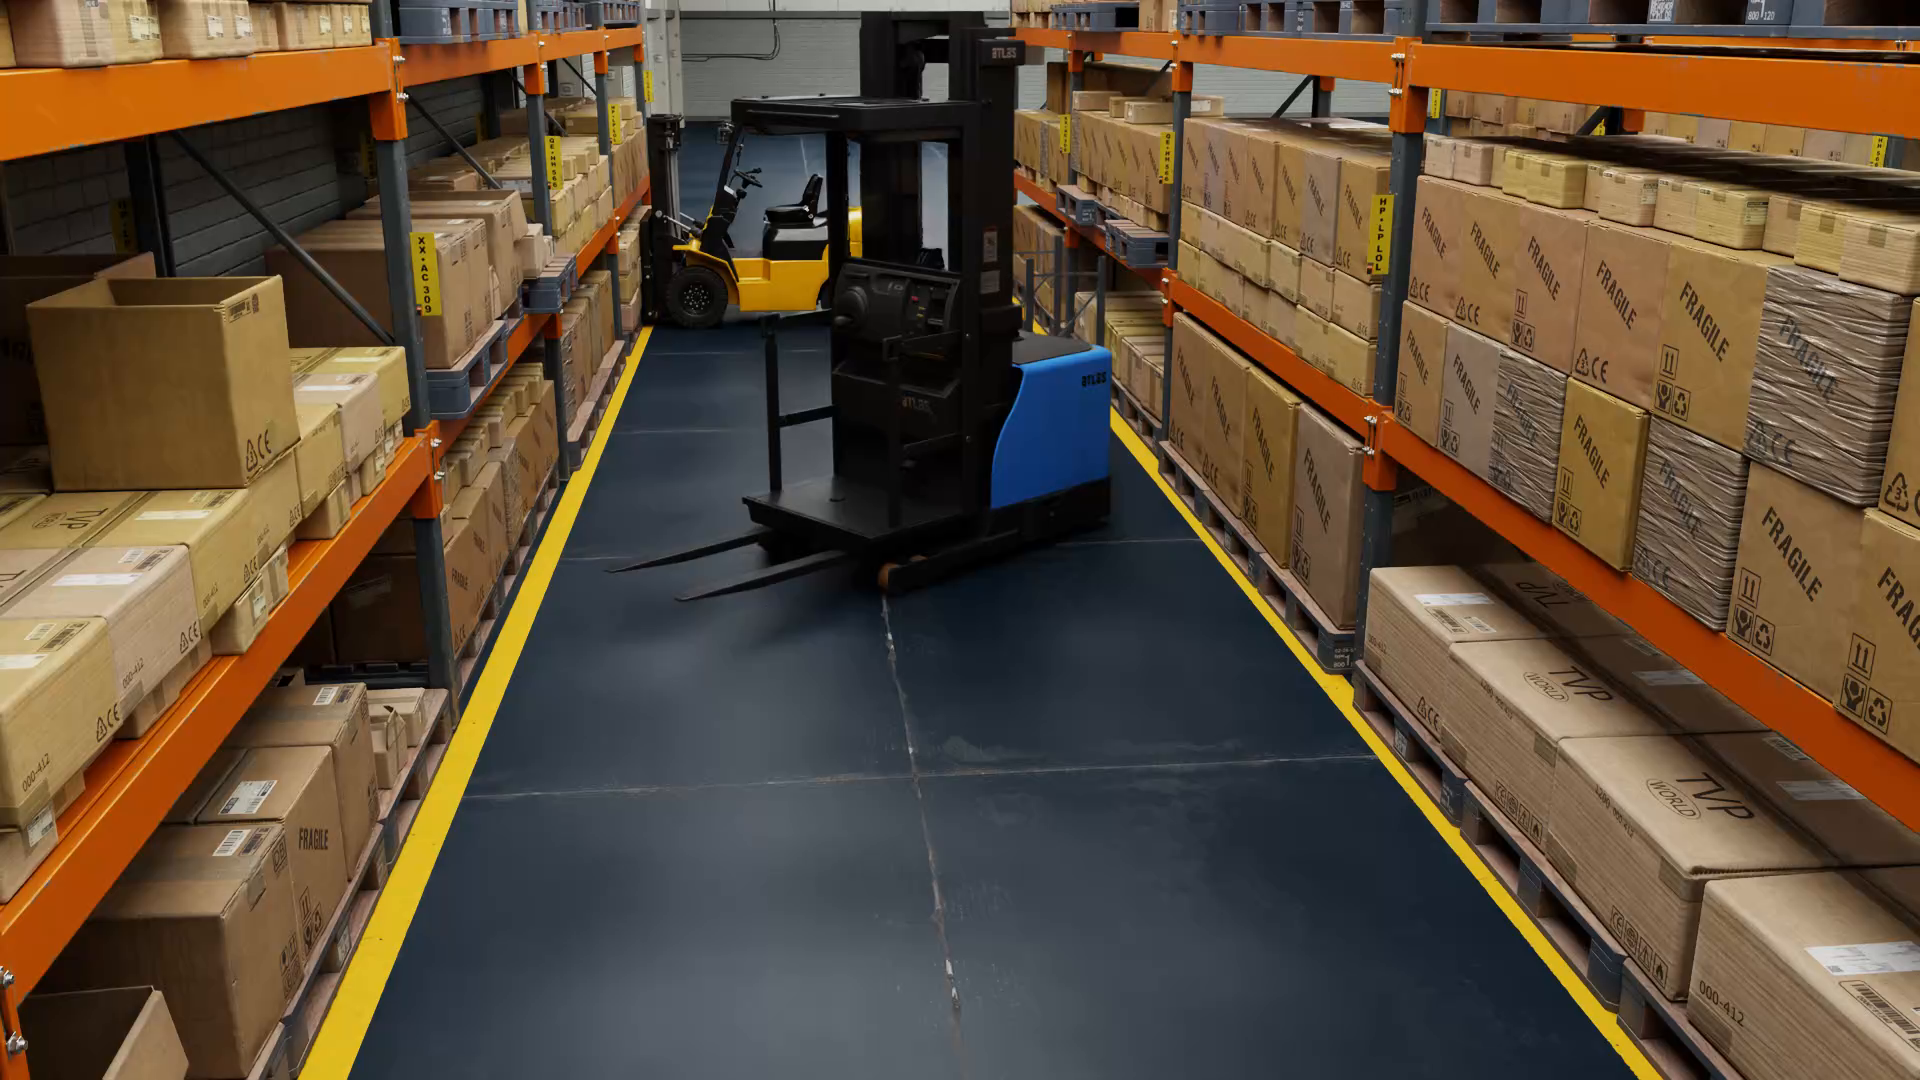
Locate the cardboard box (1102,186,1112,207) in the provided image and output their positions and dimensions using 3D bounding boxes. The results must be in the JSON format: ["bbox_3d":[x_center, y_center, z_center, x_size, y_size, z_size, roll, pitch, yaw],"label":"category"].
[{"bbox_3d":[1.310,-2.672,12.897,0.380,0.149,0.250,-1,17,-4],"label":"cardboard box"}]

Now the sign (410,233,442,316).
[{"bbox_3d":[-2.112,-1.049,6.565,0.100,0.325,0.005,-2,18,-6],"label":"sign"}]

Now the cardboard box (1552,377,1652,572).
[{"bbox_3d":[2.219,-0.219,5.200,0.500,0.500,0.500,-1,17,-4],"label":"cardboard box"}]

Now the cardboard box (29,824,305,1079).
[{"bbox_3d":[-2.257,1.126,4.554,0.700,0.500,0.500,-1,17,-3],"label":"cardboard box"}]

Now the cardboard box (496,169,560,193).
[{"bbox_3d":[-2.833,-2.349,10.902,0.380,0.149,0.250,-1,17,-4],"label":"cardboard box"}]

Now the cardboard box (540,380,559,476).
[{"bbox_3d":[-2.806,-0.697,10.361,0.500,0.500,0.500,-1,17,-4],"label":"cardboard box"}]

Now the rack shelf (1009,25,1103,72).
[{"bbox_3d":[1.254,-4.838,16.274,1.077,0.370,4.000,-2,18,-6],"label":"rack shelf"}]

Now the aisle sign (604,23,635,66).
[{"bbox_3d":[-3.604,-5.461,17.723,0.394,0.787,0.004,-2,18,-6],"label":"aisle sign"}]

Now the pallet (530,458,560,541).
[{"bbox_3d":[-3.024,-0.254,10.135,1.003,0.211,1.213,-2,18,-6],"label":"pallet"}]

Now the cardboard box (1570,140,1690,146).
[{"bbox_3d":[2.553,-1.442,6.342,0.380,0.149,0.250,-1,17,-4],"label":"cardboard box"}]

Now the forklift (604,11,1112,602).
[{"bbox_3d":[-0.501,-1.284,8.873,3.031,2.935,1.130,-16,24,-42],"label":"forklift"}]

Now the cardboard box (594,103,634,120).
[{"bbox_3d":[-3.411,-4.214,16.344,0.380,0.149,0.250,-1,17,-5],"label":"cardboard box"}]

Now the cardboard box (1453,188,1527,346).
[{"bbox_3d":[2.140,-0.996,6.005,0.500,0.500,0.500,-2,18,-6],"label":"cardboard box"}]

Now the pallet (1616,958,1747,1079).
[{"bbox_3d":[2.538,1.515,4.498,1.003,0.211,1.213,-2,18,-6],"label":"pallet"}]

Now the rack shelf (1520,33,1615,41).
[{"bbox_3d":[6.167,-5.021,16.857,1.077,0.370,4.000,-2,18,-6],"label":"rack shelf"}]

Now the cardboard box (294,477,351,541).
[{"bbox_3d":[-2.213,-0.102,5.413,0.380,0.149,0.250,-2,18,-6],"label":"cardboard box"}]

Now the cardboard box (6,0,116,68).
[{"bbox_3d":[-2.026,-1.070,3.489,0.380,0.149,0.250,-1,17,-4],"label":"cardboard box"}]

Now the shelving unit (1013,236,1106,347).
[{"bbox_3d":[0.548,-1.161,10.870,0.587,1.500,1.083,-4,18,-11],"label":"shelving unit"}]

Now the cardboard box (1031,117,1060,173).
[{"bbox_3d":[0.992,-3.929,16.521,0.500,0.500,0.500,-2,18,-7],"label":"cardboard box"}]

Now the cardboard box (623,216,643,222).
[{"bbox_3d":[-3.411,-3.128,16.853,0.500,0.250,0.500,-2,17,-5],"label":"cardboard box"}]

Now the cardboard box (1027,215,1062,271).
[{"bbox_3d":[0.961,-3.031,16.962,0.500,0.500,0.500,-1,17,-5],"label":"cardboard box"}]

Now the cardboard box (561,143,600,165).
[{"bbox_3d":[-3.044,-3.037,13.094,0.380,0.149,0.250,-2,18,-7],"label":"cardboard box"}]

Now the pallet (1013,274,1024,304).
[{"bbox_3d":[1.104,-2.750,18.085,1.003,0.211,1.213,-2,18,-6],"label":"pallet"}]

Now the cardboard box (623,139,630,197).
[{"bbox_3d":[-3.386,-3.494,15.630,0.500,0.500,0.500,-2,18,-6],"label":"cardboard box"}]

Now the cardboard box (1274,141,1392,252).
[{"bbox_3d":[1.896,-1.727,8.333,0.500,0.500,0.500,-1,17,-4],"label":"cardboard box"}]

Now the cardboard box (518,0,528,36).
[{"bbox_3d":[-2.769,-3.023,9.540,0.500,0.250,0.500,-2,18,-7],"label":"cardboard box"}]

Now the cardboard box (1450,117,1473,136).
[{"bbox_3d":[6.044,-4.492,18.726,0.875,0.550,0.550,-2,18,-6],"label":"cardboard box"}]

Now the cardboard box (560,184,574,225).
[{"bbox_3d":[-2.917,-2.264,11.298,0.500,0.250,0.500,-1,17,-4],"label":"cardboard box"}]

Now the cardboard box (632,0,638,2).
[{"bbox_3d":[-3.601,-5.794,17.083,0.500,0.500,0.500,-1,17,-4],"label":"cardboard box"}]

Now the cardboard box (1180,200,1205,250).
[{"bbox_3d":[1.680,-1.971,10.364,0.500,0.250,0.500,-2,18,-6],"label":"cardboard box"}]

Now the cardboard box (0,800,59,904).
[{"bbox_3d":[-2.000,0.588,3.214,0.380,0.149,0.250,-2,18,-6],"label":"cardboard box"}]

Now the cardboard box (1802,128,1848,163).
[{"bbox_3d":[6.696,-2.955,12.247,0.700,0.500,0.500,-2,18,-6],"label":"cardboard box"}]

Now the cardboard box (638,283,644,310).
[{"bbox_3d":[-3.333,-2.346,16.033,0.500,0.250,0.500,-1,17,-5],"label":"cardboard box"}]

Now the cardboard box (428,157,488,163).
[{"bbox_3d":[-3.556,-2.633,11.806,0.380,0.149,0.250,-2,18,-7],"label":"cardboard box"}]

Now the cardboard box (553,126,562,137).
[{"bbox_3d":[-3.842,-3.751,15.367,0.380,0.149,0.250,-1,17,-4],"label":"cardboard box"}]

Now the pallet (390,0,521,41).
[{"bbox_3d":[-2.759,-2.464,7.822,1.213,0.211,1.003,-2,18,-6],"label":"pallet"}]

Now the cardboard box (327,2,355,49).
[{"bbox_3d":[-2.298,-1.757,5.677,0.380,0.149,0.250,-2,18,-6],"label":"cardboard box"}]

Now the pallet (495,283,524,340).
[{"bbox_3d":[-2.859,-1.138,8.613,1.003,0.211,1.213,-2,18,-6],"label":"pallet"}]

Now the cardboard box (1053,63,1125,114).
[{"bbox_3d":[1.362,-4.717,17.360,0.700,0.500,0.500,-2,18,-5],"label":"cardboard box"}]

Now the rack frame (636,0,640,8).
[{"bbox_3d":[-3.889,-7.054,17.123,1.000,3.000,0.127,-2,18,-6],"label":"rack frame"}]

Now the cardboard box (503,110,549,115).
[{"bbox_3d":[-3.923,-3.812,15.066,0.380,0.149,0.250,-2,18,-7],"label":"cardboard box"}]

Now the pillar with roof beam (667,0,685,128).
[{"bbox_3d":[-3.526,-15.890,45.267,9.100,9.000,0.400,-2,18,-6],"label":"pillar with roof beam"}]

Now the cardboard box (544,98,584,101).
[{"bbox_3d":[-4.102,-4.503,17.267,0.380,0.149,0.250,-1,17,-4],"label":"cardboard box"}]

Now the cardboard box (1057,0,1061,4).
[{"bbox_3d":[1.147,-4.780,14.640,0.500,0.250,0.500,-2,18,-6],"label":"cardboard box"}]

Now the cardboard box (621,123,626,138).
[{"bbox_3d":[-3.351,-3.843,15.659,0.380,0.149,0.250,-2,18,-7],"label":"cardboard box"}]

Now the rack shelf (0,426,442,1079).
[{"bbox_3d":[-2.445,0.322,4.843,1.077,0.370,4.000,-2,18,-6],"label":"rack shelf"}]

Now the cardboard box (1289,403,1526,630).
[{"bbox_3d":[2.142,-0.140,7.961,0.875,0.875,0.875,-1,17,-4],"label":"cardboard box"}]

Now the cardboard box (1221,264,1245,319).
[{"bbox_3d":[1.792,-1.429,9.471,0.500,0.250,0.500,-1,17,-4],"label":"cardboard box"}]

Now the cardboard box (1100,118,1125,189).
[{"bbox_3d":[1.377,-2.946,12.690,0.500,0.500,0.500,-2,18,-8],"label":"cardboard box"}]

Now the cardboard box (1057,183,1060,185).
[{"bbox_3d":[1.092,-3.195,15.266,0.380,0.149,0.250,-1,17,-4],"label":"cardboard box"}]

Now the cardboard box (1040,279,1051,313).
[{"bbox_3d":[1.067,-2.369,16.105,0.500,0.250,0.500,-2,18,-7],"label":"cardboard box"}]

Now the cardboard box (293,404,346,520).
[{"bbox_3d":[-2.251,-0.245,5.204,0.500,0.250,0.500,-2,18,-6],"label":"cardboard box"}]

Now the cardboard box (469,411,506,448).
[{"bbox_3d":[-2.652,-0.590,8.939,0.380,0.149,0.250,-3,18,-8],"label":"cardboard box"}]

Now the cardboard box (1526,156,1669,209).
[{"bbox_3d":[2.134,-1.197,5.562,0.380,0.149,0.250,-2,18,-7],"label":"cardboard box"}]
